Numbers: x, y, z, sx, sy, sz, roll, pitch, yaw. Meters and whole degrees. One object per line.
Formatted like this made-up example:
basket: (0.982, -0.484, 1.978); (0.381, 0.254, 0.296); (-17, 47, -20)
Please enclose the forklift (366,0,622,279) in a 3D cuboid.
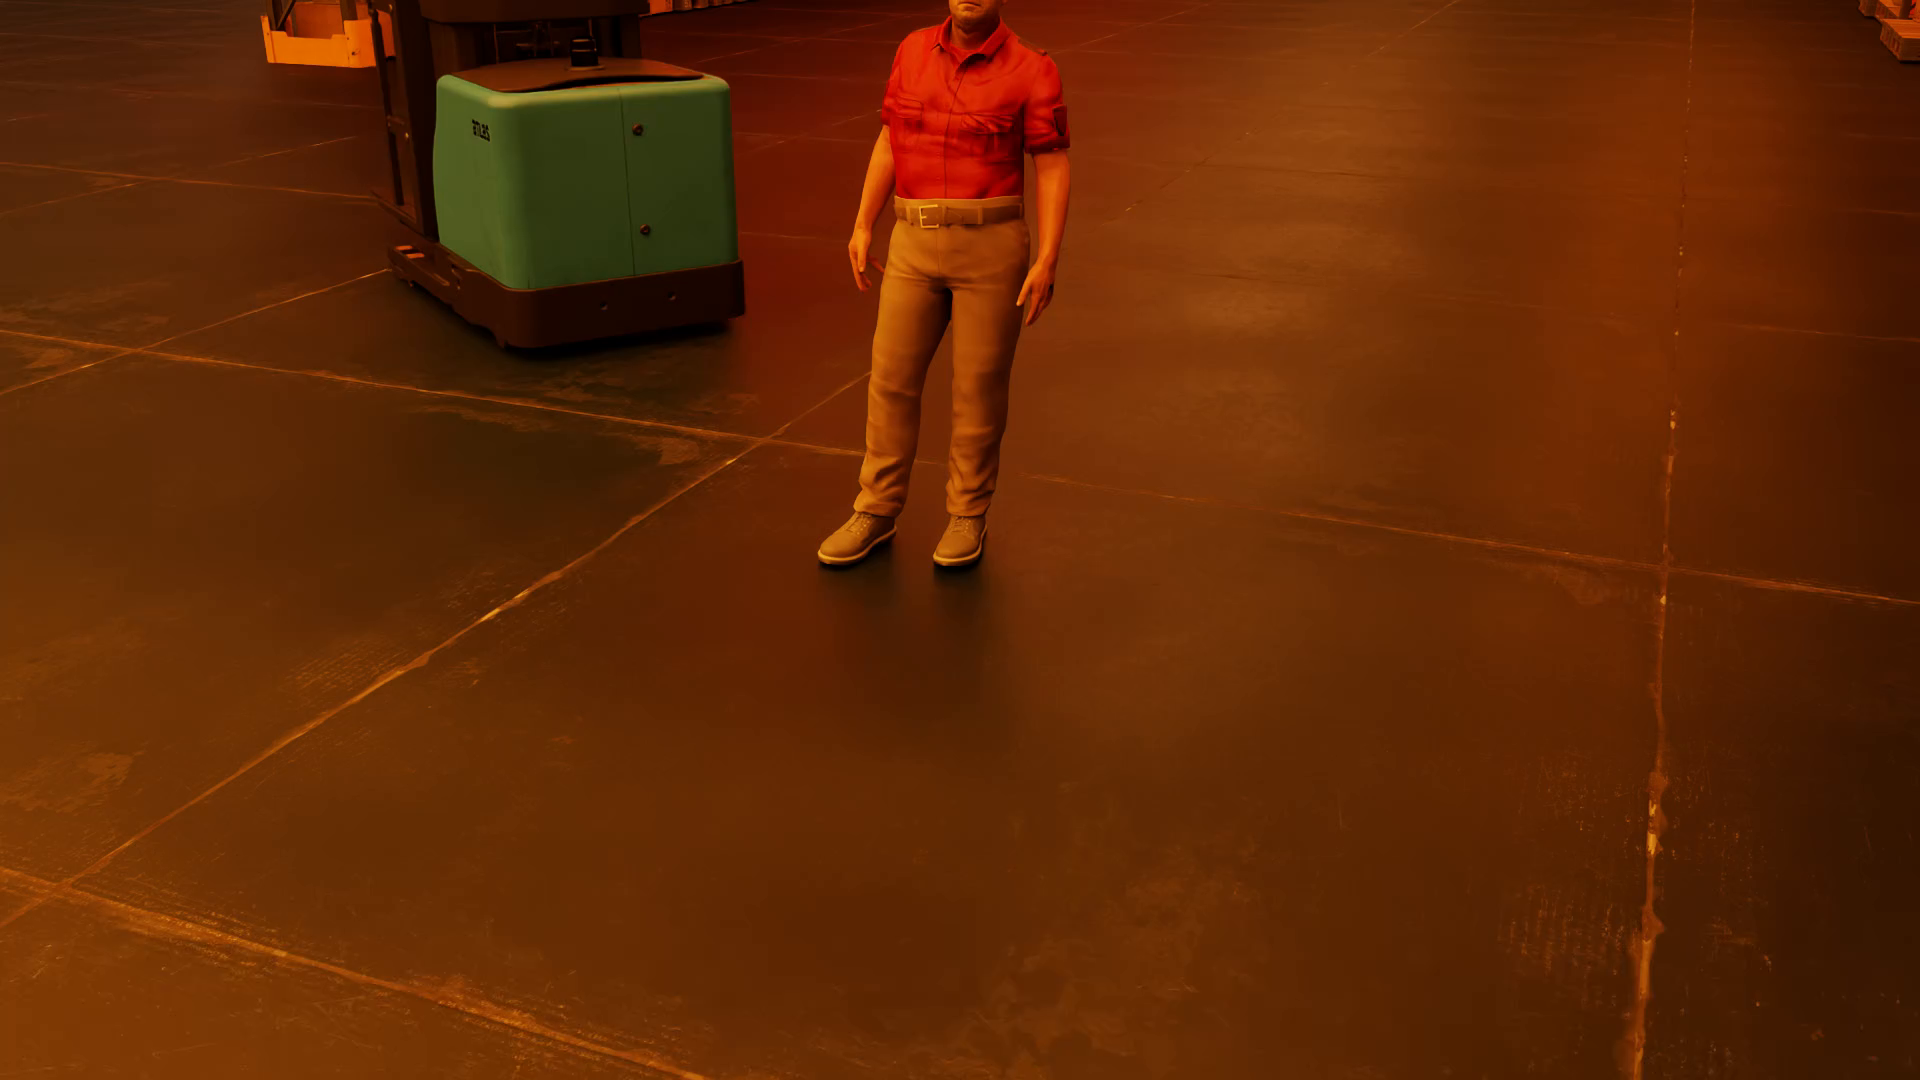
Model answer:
forklift: (-2.192, -2.647, 7.707); (1.101, 2.867, 2.884); (-14, 26, -29)
